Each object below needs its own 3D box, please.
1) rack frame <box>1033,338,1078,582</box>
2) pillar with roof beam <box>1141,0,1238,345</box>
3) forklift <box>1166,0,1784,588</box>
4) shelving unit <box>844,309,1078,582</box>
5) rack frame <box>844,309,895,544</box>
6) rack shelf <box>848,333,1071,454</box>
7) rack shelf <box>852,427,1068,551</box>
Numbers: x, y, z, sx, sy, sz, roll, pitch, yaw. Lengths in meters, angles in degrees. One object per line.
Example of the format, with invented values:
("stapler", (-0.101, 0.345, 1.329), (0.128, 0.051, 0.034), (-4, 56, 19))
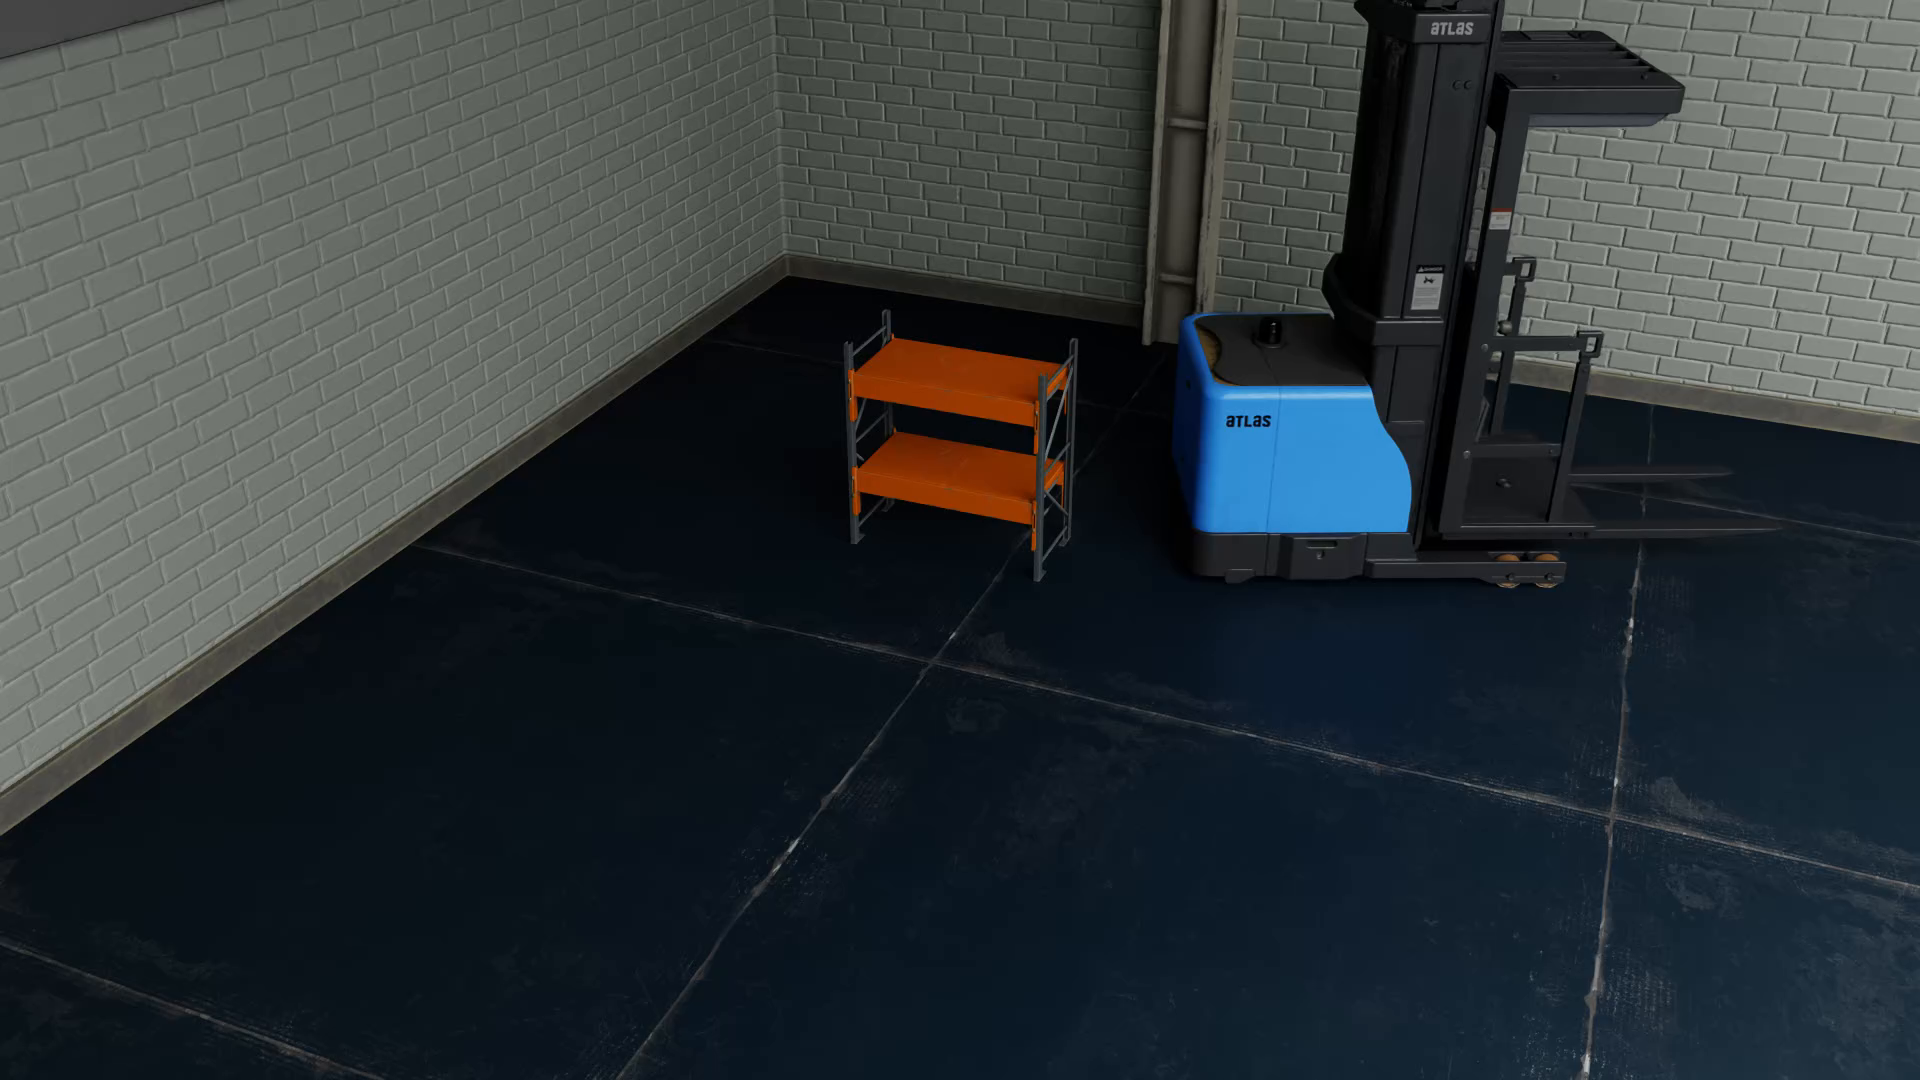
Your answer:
("rack frame", (0.477, -0.394, 8.305), (0.032, 1.125, 0.500), (11, 31, 19))
("pillar with roof beam", (-0.174, -3.290, 5.426), (0.400, 9.000, 9.100), (11, 31, 19))
("forklift", (2.647, -1.297, 8.067), (3.031, 2.935, 1.130), (0, 29, -1))
("shelving unit", (0.006, -0.488, 8.471), (1.048, 1.125, 0.538), (11, 31, 19))
("rack frame", (-0.465, -0.582, 8.637), (0.032, 1.125, 0.500), (11, 31, 19))
("rack shelf", (0.006, -0.743, 8.327), (1.000, 0.278, 0.538), (11, 31, 19))
("rack shelf", (0.006, -0.276, 8.591), (1.000, 0.278, 0.538), (11, 31, 19))
